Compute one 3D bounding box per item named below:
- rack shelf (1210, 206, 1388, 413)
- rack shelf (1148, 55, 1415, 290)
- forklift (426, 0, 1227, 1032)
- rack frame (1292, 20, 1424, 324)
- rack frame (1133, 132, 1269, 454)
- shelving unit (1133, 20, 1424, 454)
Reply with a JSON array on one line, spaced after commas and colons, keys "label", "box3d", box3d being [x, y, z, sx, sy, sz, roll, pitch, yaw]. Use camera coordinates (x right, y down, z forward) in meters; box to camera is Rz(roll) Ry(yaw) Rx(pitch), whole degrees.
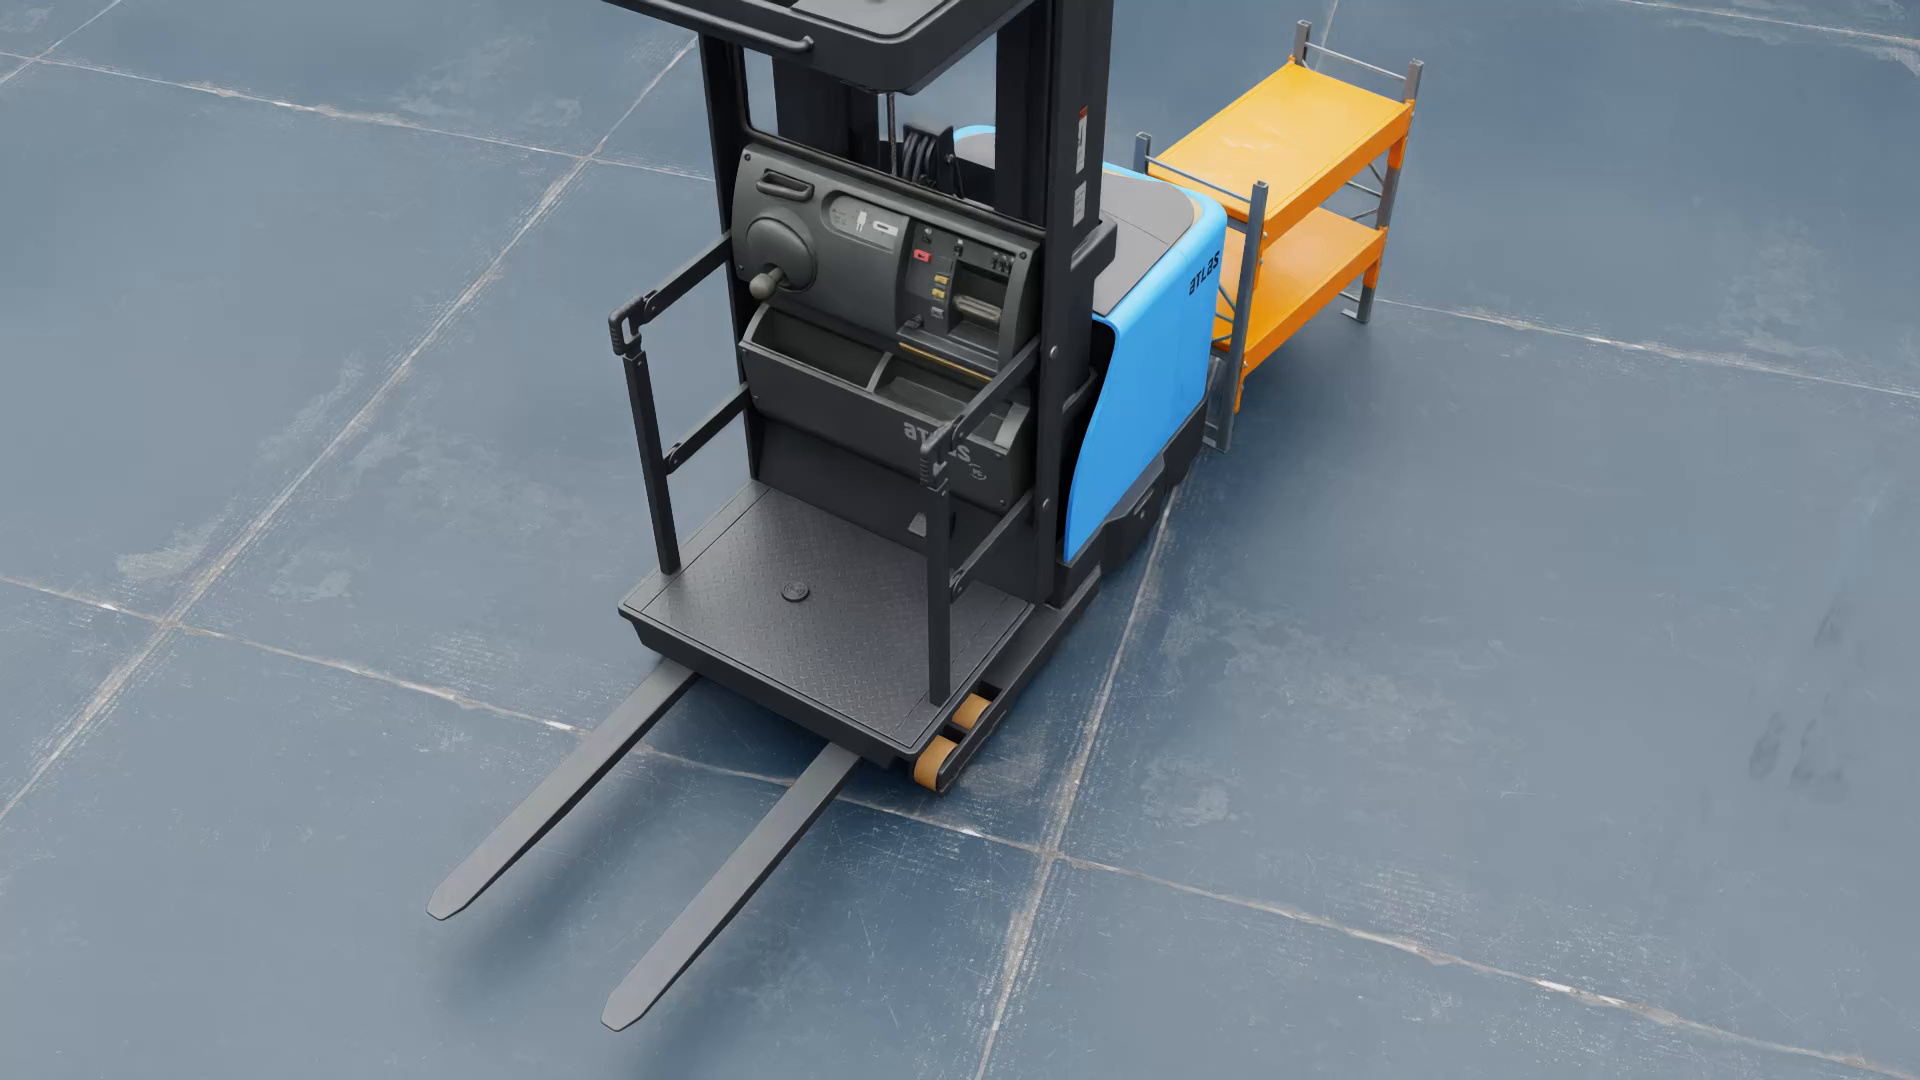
[{"label": "rack shelf", "box3d": [1.109, -0.935, 6.251, 0.538, 0.278, 1.000, 30, 52, 27]}, {"label": "rack shelf", "box3d": [1.109, -1.319, 5.876, 0.538, 0.278, 1.000, 30, 52, 27]}, {"label": "forklift", "box3d": [-0.336, -0.674, 4.343, 1.130, 2.935, 3.031, 24, 49, 22]}, {"label": "rack frame", "box3d": [1.434, -1.384, 6.360, 0.500, 1.125, 0.032, 30, 52, 27]}, {"label": "rack frame", "box3d": [0.785, -0.836, 5.801, 0.500, 1.125, 0.032, 30, 52, 27]}, {"label": "shelving unit", "box3d": [1.109, -1.110, 6.080, 0.538, 1.125, 1.048, 30, 52, 27]}]
